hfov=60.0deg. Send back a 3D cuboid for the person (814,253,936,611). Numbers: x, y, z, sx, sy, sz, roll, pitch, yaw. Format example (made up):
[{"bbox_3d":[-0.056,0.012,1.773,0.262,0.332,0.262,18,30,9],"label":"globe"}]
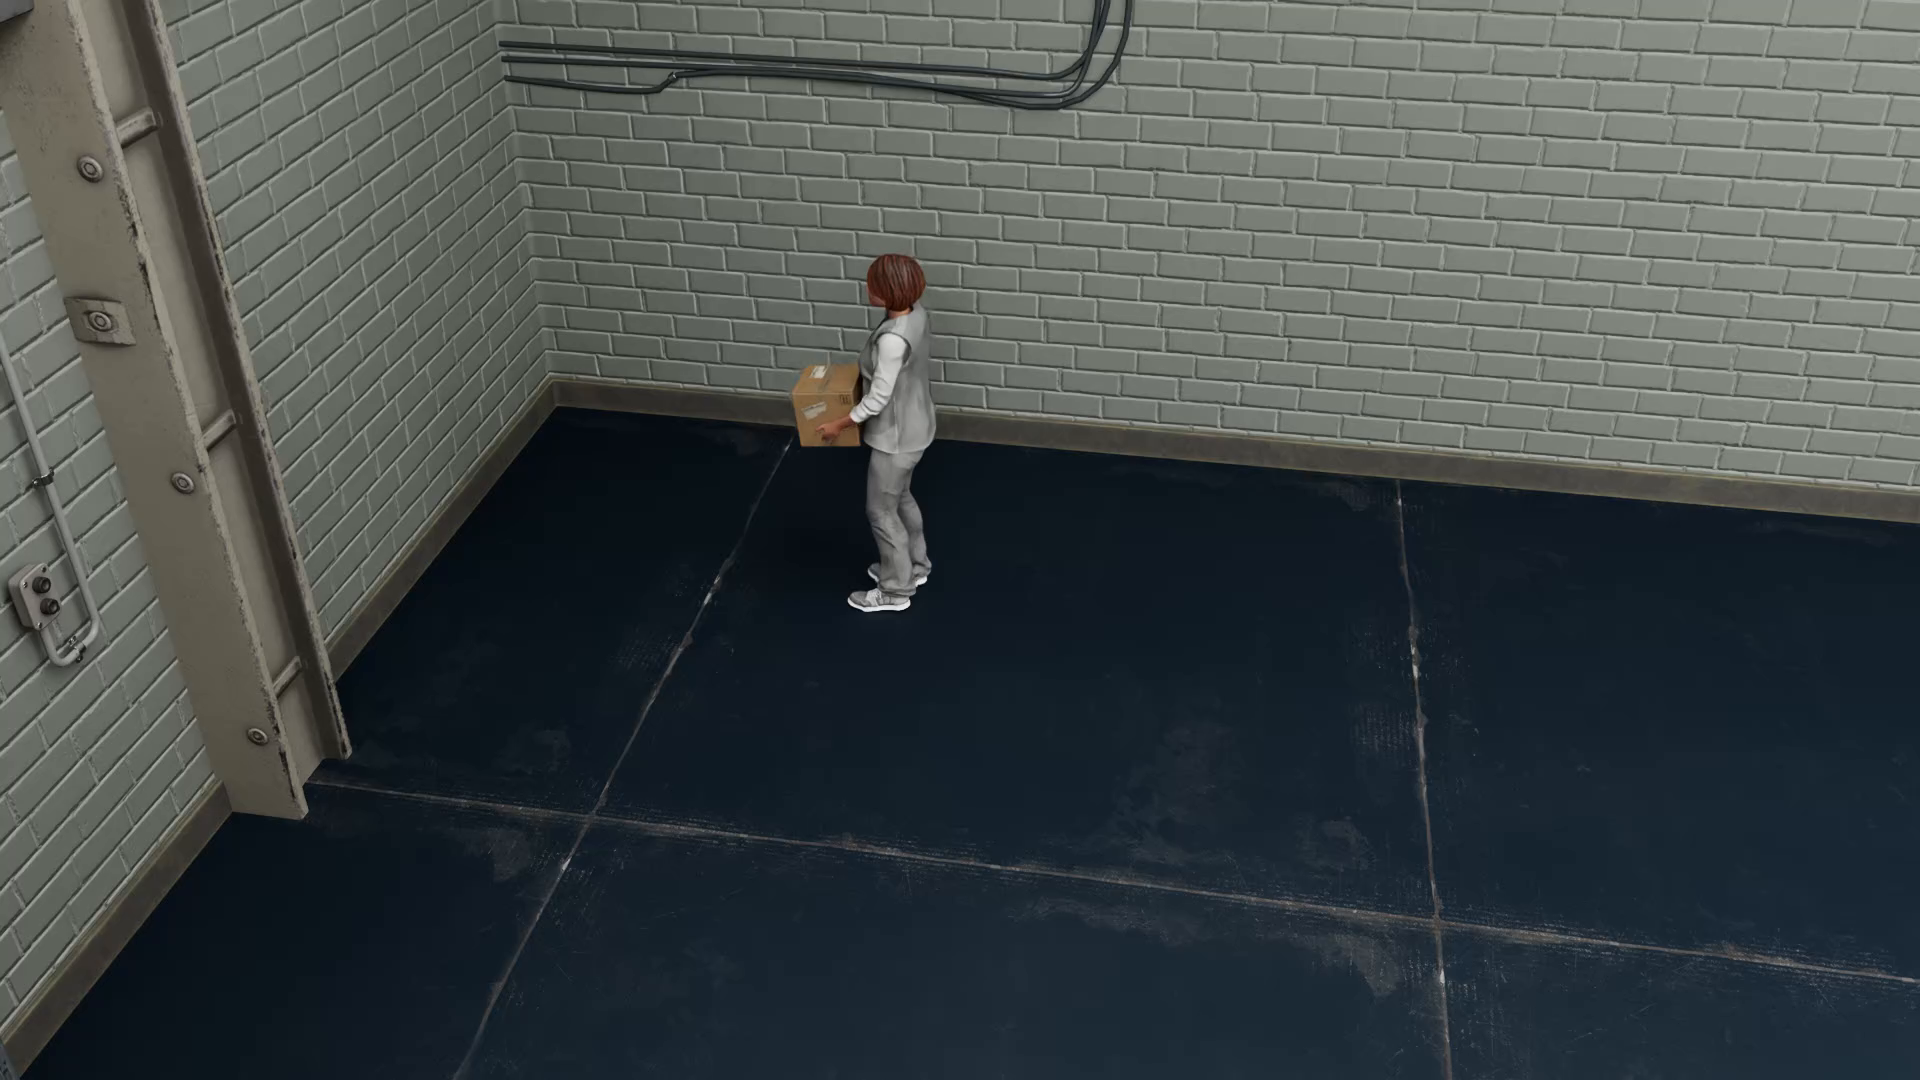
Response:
[{"bbox_3d":[-0.335,-0.433,6.810,0.470,1.602,0.438,5,33,8],"label":"person"}]
